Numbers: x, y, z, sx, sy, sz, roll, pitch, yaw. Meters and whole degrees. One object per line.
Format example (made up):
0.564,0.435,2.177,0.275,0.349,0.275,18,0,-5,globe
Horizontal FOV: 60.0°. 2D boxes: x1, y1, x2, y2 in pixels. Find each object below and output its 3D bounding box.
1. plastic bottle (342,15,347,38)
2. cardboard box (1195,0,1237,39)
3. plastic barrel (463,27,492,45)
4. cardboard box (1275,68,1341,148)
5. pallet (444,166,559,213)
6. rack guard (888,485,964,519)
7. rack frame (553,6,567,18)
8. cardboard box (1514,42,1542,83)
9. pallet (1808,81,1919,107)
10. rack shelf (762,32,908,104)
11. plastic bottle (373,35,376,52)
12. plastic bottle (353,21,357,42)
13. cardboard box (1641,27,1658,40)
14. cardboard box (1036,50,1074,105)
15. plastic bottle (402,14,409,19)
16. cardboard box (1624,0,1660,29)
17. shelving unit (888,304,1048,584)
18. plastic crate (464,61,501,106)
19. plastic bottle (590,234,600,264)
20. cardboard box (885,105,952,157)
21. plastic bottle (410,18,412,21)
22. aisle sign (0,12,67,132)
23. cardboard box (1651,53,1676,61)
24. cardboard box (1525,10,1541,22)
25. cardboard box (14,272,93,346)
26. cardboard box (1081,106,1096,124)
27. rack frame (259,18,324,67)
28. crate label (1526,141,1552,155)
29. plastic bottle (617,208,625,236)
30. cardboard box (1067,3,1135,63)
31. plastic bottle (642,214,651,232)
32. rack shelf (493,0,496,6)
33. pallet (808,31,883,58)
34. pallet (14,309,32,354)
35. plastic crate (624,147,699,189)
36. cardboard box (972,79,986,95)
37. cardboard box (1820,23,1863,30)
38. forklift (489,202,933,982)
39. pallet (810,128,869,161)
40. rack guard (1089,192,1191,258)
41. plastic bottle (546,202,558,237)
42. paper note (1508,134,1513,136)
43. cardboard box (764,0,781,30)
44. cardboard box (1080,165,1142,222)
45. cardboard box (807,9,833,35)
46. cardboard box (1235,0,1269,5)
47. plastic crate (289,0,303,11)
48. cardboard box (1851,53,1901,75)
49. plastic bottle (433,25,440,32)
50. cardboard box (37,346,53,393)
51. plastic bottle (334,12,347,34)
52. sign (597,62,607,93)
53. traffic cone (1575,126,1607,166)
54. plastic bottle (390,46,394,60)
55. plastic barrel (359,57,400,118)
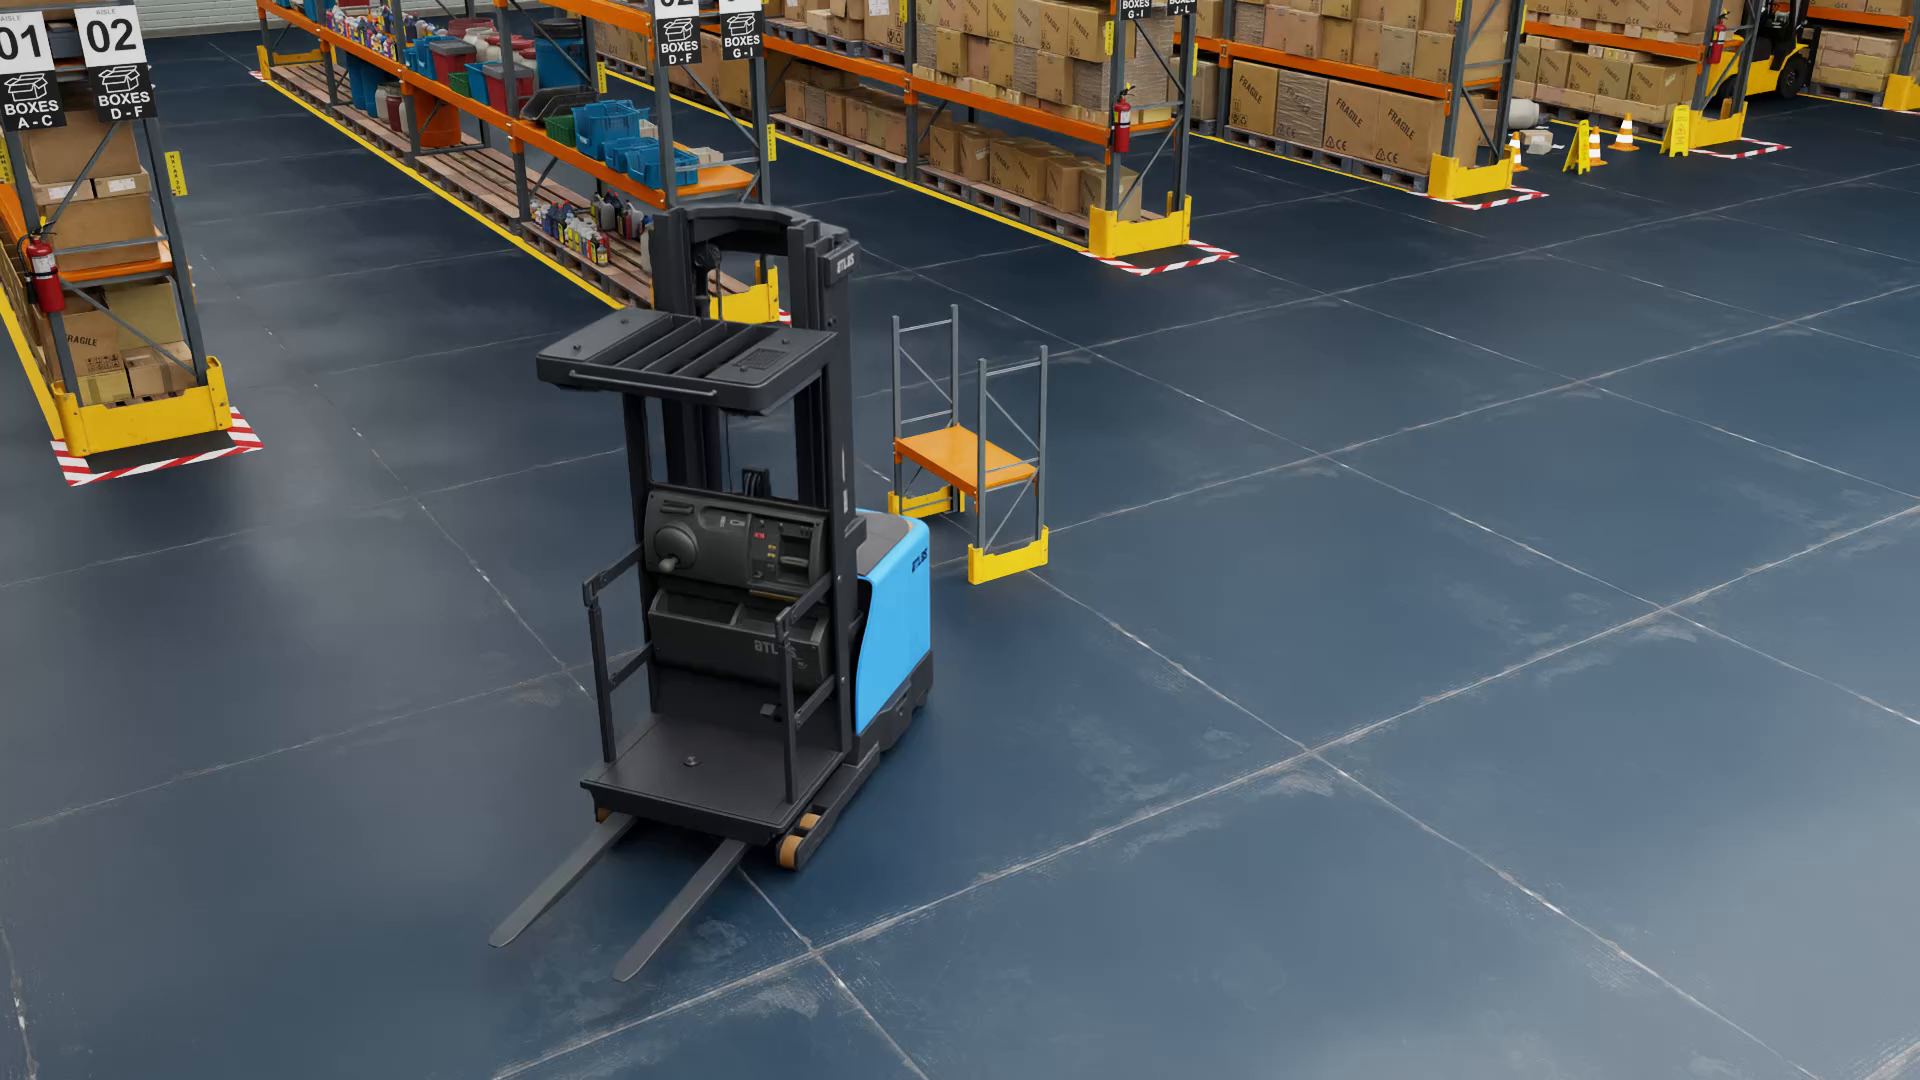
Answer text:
-8.399,-7.026,22.755,0.061,0.283,0.133,-16,29,-30,plastic bottle
3.493,-7.209,22.889,0.500,0.500,0.500,-16,29,-30,cardboard box
-5.802,-5.928,20.163,0.421,0.512,0.421,0,25,0,plastic barrel
4.781,-5.705,21.819,0.875,0.875,0.875,-15,29,-29,cardboard box
-5.491,-4.213,19.927,1.003,0.211,1.213,-16,29,-30,pallet
-0.230,-0.264,11.516,0.587,0.250,0.087,-16,29,-30,rack guard
-6.760,-10.212,29.367,1.000,3.000,0.127,-16,29,-30,rack frame
8.492,-7.052,24.525,0.500,0.500,0.500,-14,29,-28,cardboard box
13.981,-6.959,25.744,1.003,0.211,1.213,-16,29,-30,pallet
-1.301,-6.309,21.944,1.077,0.370,4.000,-16,29,-30,rack shelf
-7.614,-6.488,21.713,0.097,0.201,0.097,0,25,0,plastic bottle
-8.121,-6.852,22.402,0.097,0.271,0.097,0,25,0,plastic bottle
9.541,-6.930,22.710,0.380,0.149,0.250,-16,30,-30,cardboard box
1.323,-5.022,17.910,0.875,0.500,0.500,-16,29,-30,cardboard box
-7.692,-7.146,23.018,0.152,0.276,0.135,-16,29,-30,plastic bottle
9.481,-7.288,22.709,0.500,0.500,0.500,-15,29,-29,cardboard box
0.042,-0.651,10.872,0.587,1.500,1.083,-16,29,-30,shelving unit
-5.222,-5.080,18.516,0.392,0.384,0.575,-16,29,-30,plastic crate
-3.625,-2.897,16.540,0.061,0.283,0.133,-15,29,-28,plastic bottle
-0.527,-5.213,21.191,0.700,0.500,0.500,-18,31,-33,cardboard box
-7.458,-6.964,22.638,0.097,0.271,0.097,0,25,0,plastic bottle
-6.538,-3.265,11.608,0.394,0.787,0.004,-16,29,-30,aisle sign
9.766,-6.631,23.634,0.500,0.500,0.500,-17,30,-31,cardboard box
8.455,-7.665,24.268,0.380,0.149,0.250,-15,29,-28,cardboard box
-7.428,-1.944,13.704,0.500,0.500,0.500,-16,29,-30,cardboard box
1.510,-4.519,17.602,0.380,0.149,0.250,-16,29,-30,cardboard box
-10.910,-9.057,26.922,1.000,3.000,0.127,-16,29,-30,rack frame
7.736,-5.243,22.196,0.298,0.136,0.250,12,28,24,crate label
-3.557,-3.355,17.510,0.061,0.283,0.133,-16,29,-30,plastic bottle
1.467,-5.260,17.241,0.500,0.500,0.500,-16,29,-30,cardboard box
-3.257,-3.252,17.305,0.097,0.271,0.097,0,25,0,plastic bottle
-5.451,-6.512,18.859,1.077,0.370,4.000,-16,29,-30,rack shelf
-1.278,-6.565,21.867,1.003,0.211,1.213,-16,29,-30,pallet
-8.112,-2.057,15.360,1.003,0.211,1.213,-16,29,-30,pallet
-2.700,-3.376,15.063,0.499,0.251,0.616,-16,29,-30,plastic crate
0.359,-5.217,19.083,0.380,0.149,0.250,-16,29,-30,cardboard box
13.790,-7.930,26.093,0.500,0.250,0.500,-16,30,-30,cardboard box
-1.154,0.046,7.719,1.130,2.935,3.031,9,27,19,forklift
-1.306,-5.373,22.385,1.003,0.211,1.213,-16,29,-30,pallet
1.933,-3.386,17.836,1.175,0.500,0.348,-16,29,-30,rack guard
-4.266,-3.381,17.486,0.144,0.351,0.185,-15,29,-28,plastic bottle
7.755,-5.663,23.224,0.148,0.019,0.142,-6,26,-12,paper note
-2.870,-7.514,23.536,0.500,0.500,0.500,-15,29,-28,cardboard box
1.647,-3.775,18.170,0.500,0.500,0.500,-10,27,-20,cardboard box
-1.671,-6.819,21.865,0.500,0.250,0.500,-16,30,-31,cardboard box
4.174,-7.455,22.088,0.875,0.550,0.550,-16,29,-30,cardboard box
-9.929,-8.087,25.106,0.293,0.136,0.466,-16,29,-30,plastic crate
13.906,-7.230,25.195,0.500,0.250,0.500,-16,30,-30,cardboard box
-6.922,-6.680,22.023,0.061,0.283,0.133,-16,29,-30,plastic bottle
-7.151,-1.427,13.488,0.500,0.250,0.500,-16,29,-30,cardboard box
-8.593,-7.185,23.102,0.152,0.276,0.135,-16,29,-30,plastic bottle
-3.892,-5.015,18.034,0.100,0.325,0.005,-16,29,-30,sign
8.217,-5.124,21.562,0.336,0.463,0.334,-16,29,-30,traffic cone
-7.169,-6.197,21.096,0.097,0.201,0.097,0,25,0,plastic bottle
-8.057,-6.416,23.293,0.600,0.901,0.708,-16,29,-30,plastic barrel
